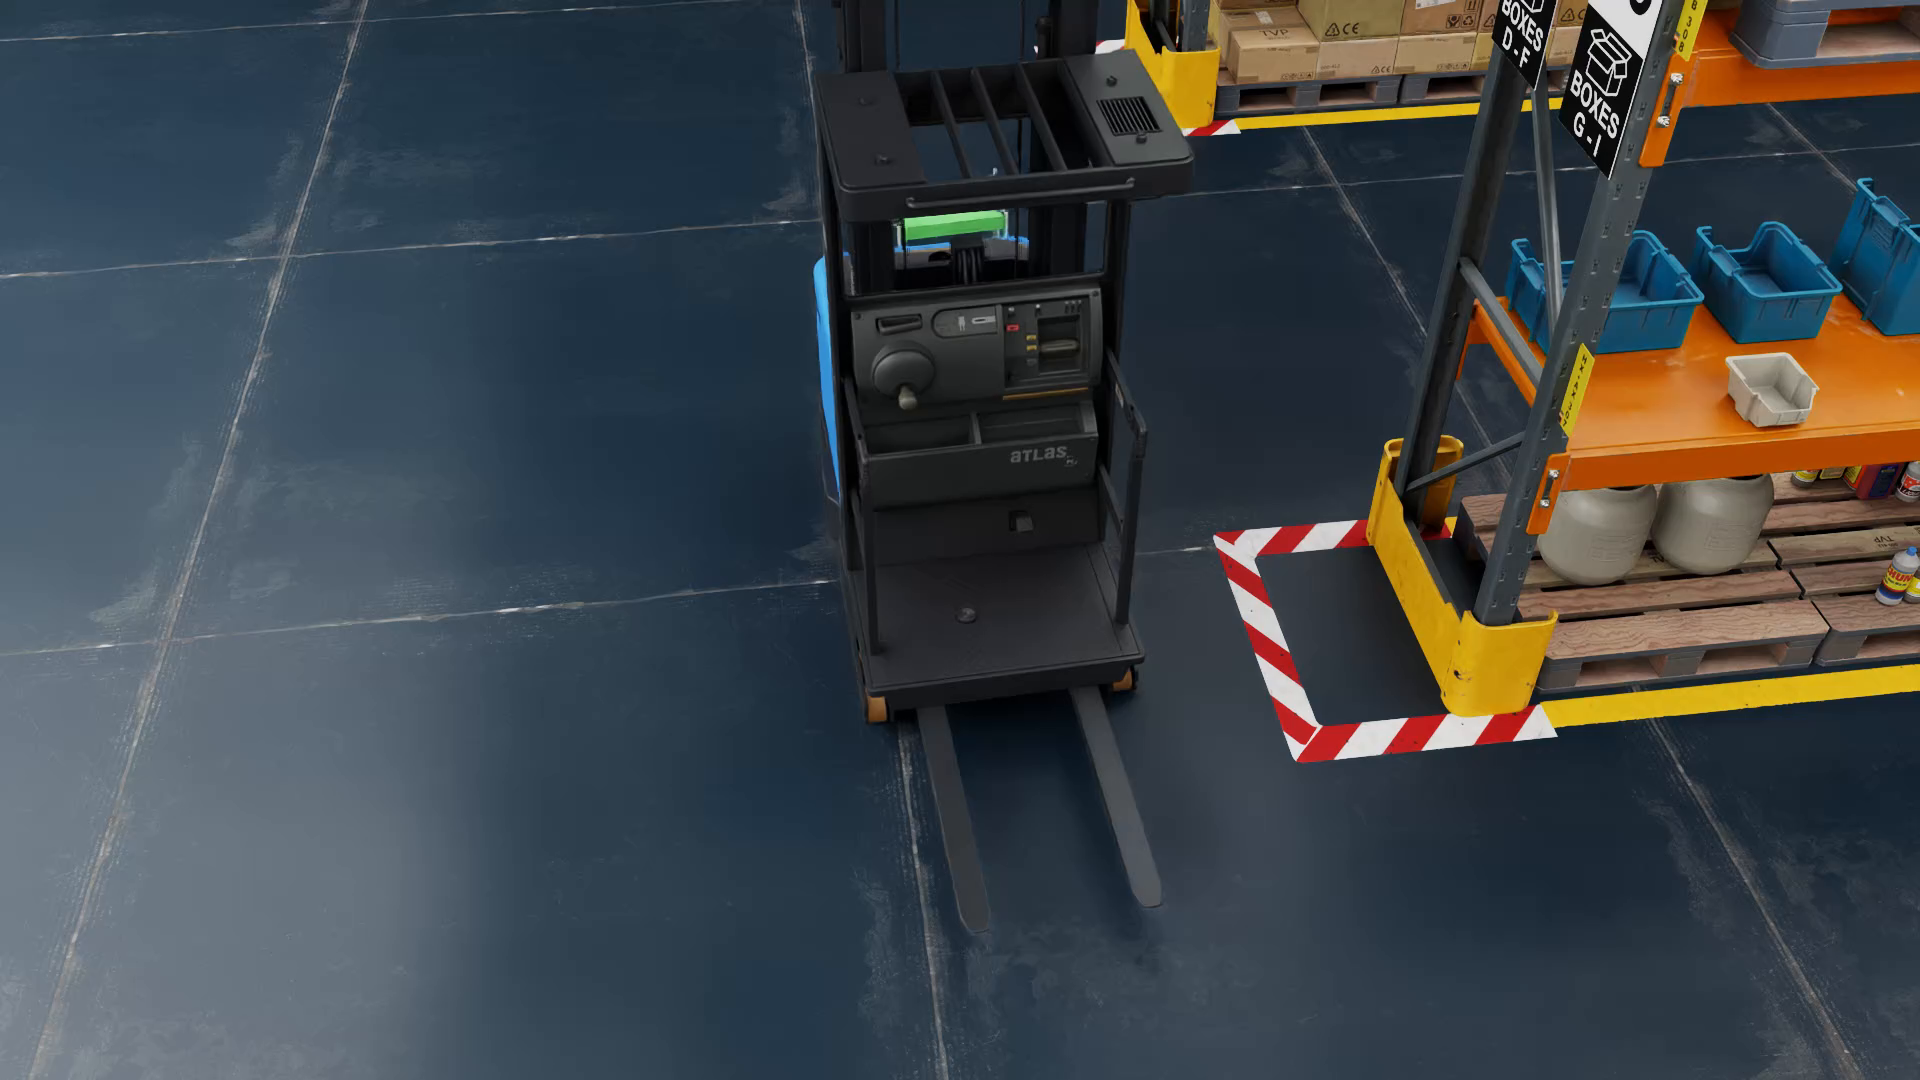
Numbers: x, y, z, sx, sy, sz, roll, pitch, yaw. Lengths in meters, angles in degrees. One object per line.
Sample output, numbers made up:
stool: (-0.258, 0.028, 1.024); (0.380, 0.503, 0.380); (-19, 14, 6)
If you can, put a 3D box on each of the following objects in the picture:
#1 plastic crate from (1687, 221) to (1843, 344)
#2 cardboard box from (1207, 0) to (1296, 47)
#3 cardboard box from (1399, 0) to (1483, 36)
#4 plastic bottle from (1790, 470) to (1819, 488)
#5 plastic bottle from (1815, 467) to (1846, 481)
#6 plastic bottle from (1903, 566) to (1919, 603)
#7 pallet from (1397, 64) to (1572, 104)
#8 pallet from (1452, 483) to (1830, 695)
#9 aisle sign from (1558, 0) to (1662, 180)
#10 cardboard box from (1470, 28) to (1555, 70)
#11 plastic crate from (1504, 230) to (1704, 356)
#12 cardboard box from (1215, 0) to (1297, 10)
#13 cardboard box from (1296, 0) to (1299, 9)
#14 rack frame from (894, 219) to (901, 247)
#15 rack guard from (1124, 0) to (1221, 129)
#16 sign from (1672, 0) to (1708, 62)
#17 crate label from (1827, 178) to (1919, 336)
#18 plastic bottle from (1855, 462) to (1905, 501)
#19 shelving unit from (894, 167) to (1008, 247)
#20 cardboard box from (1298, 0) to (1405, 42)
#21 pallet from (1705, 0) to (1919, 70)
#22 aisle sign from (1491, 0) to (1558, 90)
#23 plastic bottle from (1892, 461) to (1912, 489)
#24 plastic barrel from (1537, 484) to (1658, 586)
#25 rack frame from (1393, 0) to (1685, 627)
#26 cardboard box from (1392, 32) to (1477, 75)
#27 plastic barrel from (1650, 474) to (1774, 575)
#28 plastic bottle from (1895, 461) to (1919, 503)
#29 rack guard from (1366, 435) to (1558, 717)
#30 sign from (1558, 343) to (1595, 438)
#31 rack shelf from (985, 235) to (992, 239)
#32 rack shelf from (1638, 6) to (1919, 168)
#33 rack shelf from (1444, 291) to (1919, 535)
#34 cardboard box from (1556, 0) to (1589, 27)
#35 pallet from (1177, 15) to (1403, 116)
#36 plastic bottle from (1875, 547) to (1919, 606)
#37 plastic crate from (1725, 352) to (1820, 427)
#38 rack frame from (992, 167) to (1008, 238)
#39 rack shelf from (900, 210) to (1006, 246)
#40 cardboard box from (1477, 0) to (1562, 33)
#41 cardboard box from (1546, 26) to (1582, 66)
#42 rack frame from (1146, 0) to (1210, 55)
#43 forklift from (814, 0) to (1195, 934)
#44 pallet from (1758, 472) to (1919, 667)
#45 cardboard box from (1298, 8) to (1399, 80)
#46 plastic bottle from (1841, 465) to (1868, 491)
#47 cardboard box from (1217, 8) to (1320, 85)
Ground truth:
plastic crate: (3.098, -1.002, 6.447); (0.408, 0.251, 0.499); (-5, 42, -6)
cardboard box: (1.851, -3.430, 10.767); (0.500, 0.250, 0.500); (-5, 42, -6)
cardboard box: (2.908, -3.461, 10.242); (0.500, 0.500, 0.500); (-5, 42, -6)
plastic bottle: (3.761, -0.337, 7.360); (0.097, 0.201, 0.097); (0, 42, 0)
plastic bottle: (3.874, -0.390, 7.357); (0.133, 0.283, 0.061); (-4, 42, -4)
plastic bottle: (3.937, 0.154, 6.815); (0.097, 0.201, 0.097); (0, 42, 0)
pallet: (3.318, -3.215, 10.871); (1.213, 0.211, 1.003); (-5, 42, -6)
pallet: (2.872, 0.169, 7.121); (1.213, 0.211, 1.003); (-5, 42, -6)
aisle sign: (1.963, -1.527, 4.977); (0.004, 0.787, 0.394); (-5, 42, -6)
cardboard box: (3.406, -3.215, 10.529); (0.500, 0.250, 0.500); (-5, 42, -6)
plastic crate: (2.454, -0.949, 6.389); (0.616, 0.251, 0.499); (-5, 42, -6)
cardboard box: (1.851, -3.710, 10.518); (0.500, 0.500, 0.500); (-5, 42, -6)
cardboard box: (2.345, -3.481, 10.824); (0.500, 0.250, 0.500); (-5, 42, -6)
rack frame: (-0.290, -1.086, 7.764); (0.015, 1.200, 0.240); (-8, 40, -9)
rack guard: (1.334, -3.122, 10.553); (0.348, 0.500, 1.175); (-5, 42, -6)
sign: (2.063, -1.514, 4.657); (0.005, 0.325, 0.100); (-5, 42, -6)
crate label: (3.786, -1.115, 6.435); (0.616, 0.435, 0.502); (-5, 42, -6)
plastic bottle: (4.028, -0.300, 7.258); (0.133, 0.283, 0.061); (-5, 42, -6)
shelving unit: (-0.052, -1.121, 7.802); (0.503, 1.200, 0.258); (-8, 40, -9)
cardboard box: (2.414, -3.409, 10.185); (0.500, 0.500, 0.500); (-5, 42, -6)
pallet: (2.829, -1.813, 5.137); (1.213, 0.211, 1.003); (-5, 42, -6)
aisle sign: (1.886, -1.918, 5.412); (0.004, 0.787, 0.394); (-5, 42, -6)
plastic bottle: (4.152, -0.380, 7.352); (0.135, 0.276, 0.152); (-6, 42, -7)
plastic barrel: (2.639, -0.102, 6.883); (0.421, 0.512, 0.421); (0, 42, 0)
rack frame: (1.996, -0.762, 6.071); (0.127, 3.000, 1.000); (-5, 42, -6)
cardboard box: (2.910, -3.175, 10.485); (0.500, 0.250, 0.500); (-5, 42, -6)
plastic barrel: (3.136, -0.146, 6.931); (0.421, 0.512, 0.421); (0, 42, 0)
plastic bottle: (4.186, -0.272, 7.287); (0.097, 0.201, 0.097); (0, 42, 0)
rack guard: (2.066, 0.128, 6.950); (0.348, 0.500, 1.175); (-5, 42, -6)
sign: (2.063, -0.499, 5.572); (0.005, 0.325, 0.100); (-5, 42, -6)
rack shelf: (-0.054, -1.258, 7.691); (0.480, 0.148, 0.258); (-8, 40, -9)
rack shelf: (3.979, -1.783, 5.499); (4.000, 0.370, 1.077); (-5, 42, -6)
rack shelf: (3.979, -0.669, 6.504); (4.000, 0.370, 1.077); (-5, 42, -6)
cardboard box: (3.900, -3.546, 10.336); (0.500, 0.500, 0.500); (-5, 42, -6)
pallet: (2.111, -3.111, 10.756); (1.213, 0.211, 1.003); (-5, 42, -6)
plastic bottle: (3.835, 0.137, 6.782); (0.097, 0.271, 0.097); (0, 42, 0)
plastic crate: (2.925, -0.528, 6.008); (0.250, 0.136, 0.298); (-5, 42, -6)
rack frame: (0.186, -1.156, 7.841); (0.015, 1.200, 0.240); (-8, 40, -9)
rack shelf: (-0.056, -1.444, 7.540); (0.480, 0.148, 0.258); (-8, 40, -9)
cardboard box: (3.406, -3.493, 10.277); (0.500, 0.500, 0.500); (-5, 42, -6)
cardboard box: (3.902, -3.259, 10.578); (0.500, 0.250, 0.500); (-5, 42, -6)
rack frame: (1.358, -4.052, 9.718); (0.127, 3.000, 1.000); (-5, 42, -6)
forklift: (0.106, -0.623, 5.968); (1.130, 2.935, 3.031); (-7, 42, -7)
pallet: (4.079, 0.065, 7.236); (1.213, 0.211, 1.003); (-5, 42, -6)
cardboard box: (2.414, -3.132, 10.437); (0.500, 0.250, 0.500); (-5, 42, -6)
plastic bottle: (4.014, -0.368, 7.339); (0.135, 0.276, 0.152); (-5, 42, -5)
cardboard box: (1.918, -3.086, 10.386); (0.500, 0.250, 0.500); (-5, 42, -6)
